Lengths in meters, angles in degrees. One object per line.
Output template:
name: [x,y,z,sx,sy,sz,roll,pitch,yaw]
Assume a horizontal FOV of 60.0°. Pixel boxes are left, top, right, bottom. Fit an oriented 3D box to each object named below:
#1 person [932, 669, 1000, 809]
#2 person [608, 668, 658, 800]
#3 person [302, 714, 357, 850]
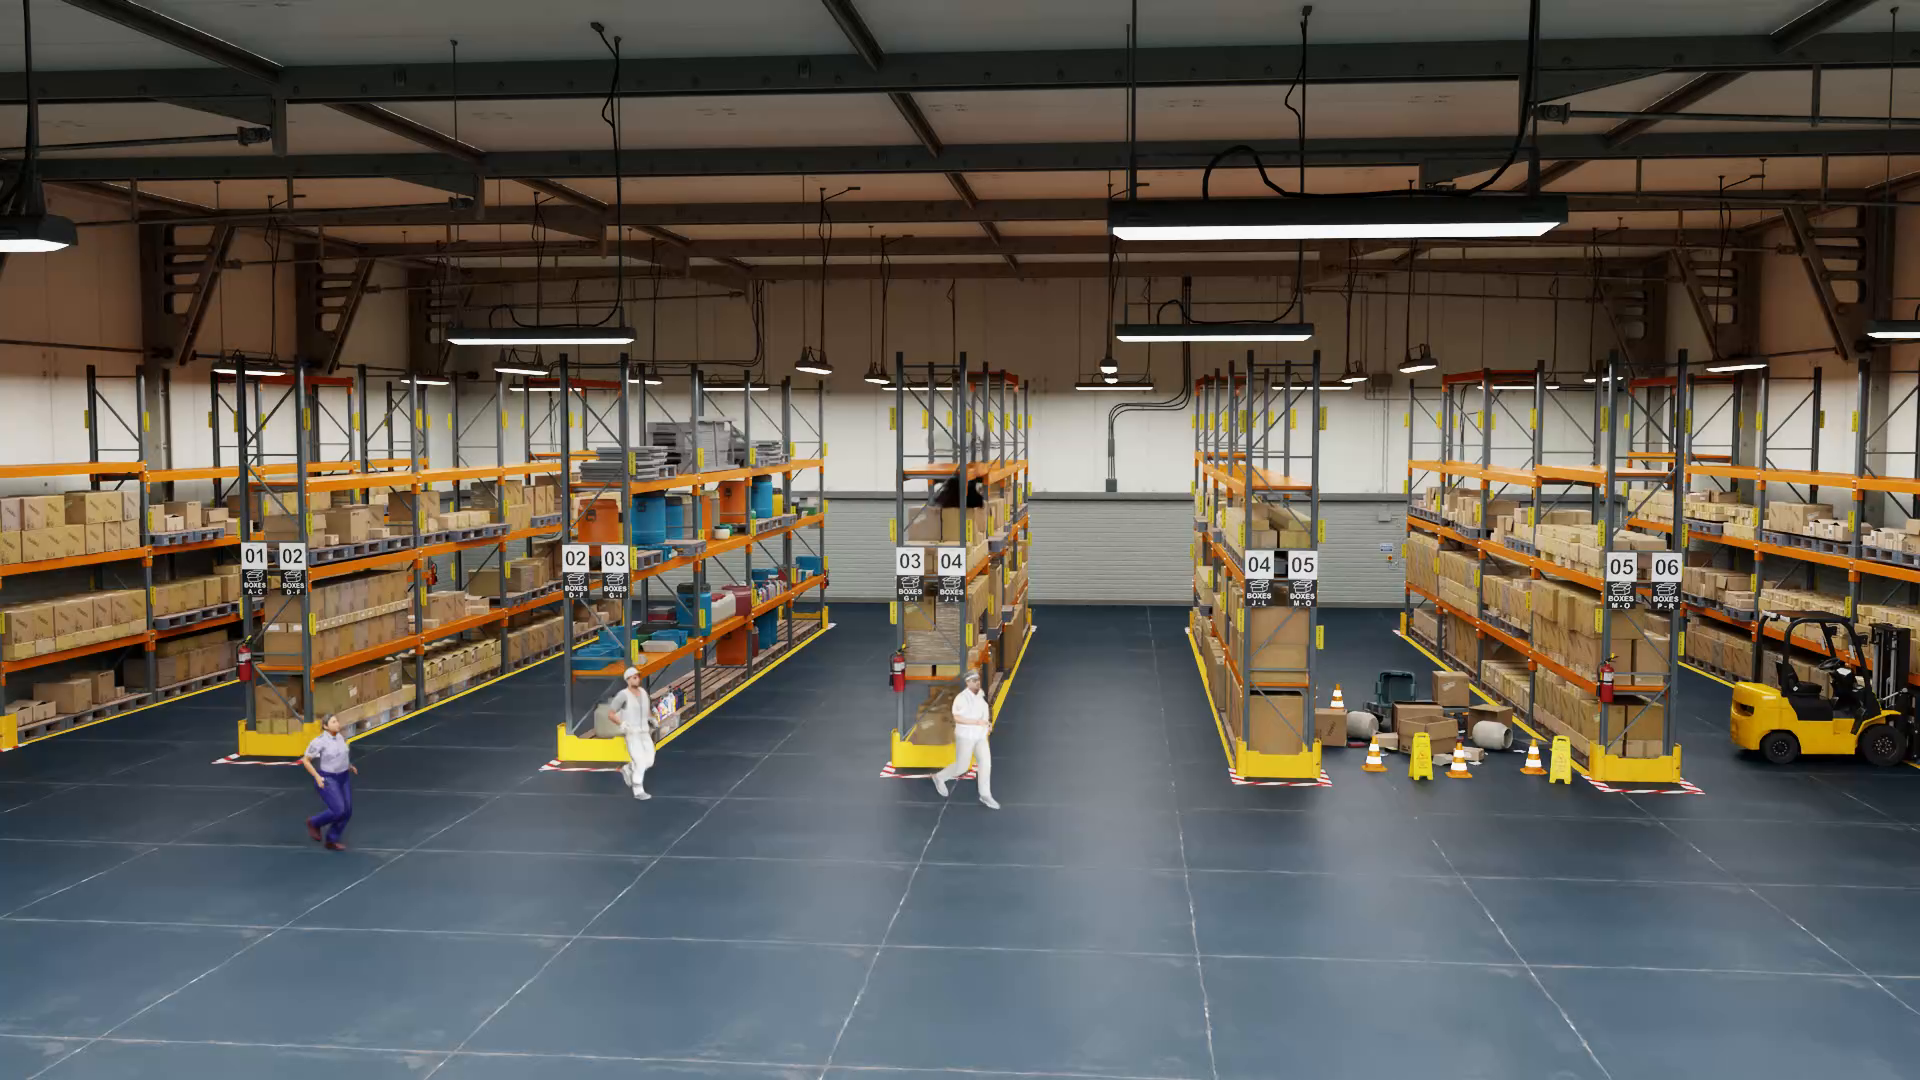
person: [0.118,2.570,21.800,0.974,1.801,0.673,4,6,43]
person: [-4.352,2.563,22.100,0.687,1.739,0.649,3,5,40]
person: [-7.329,2.831,19.445,0.549,1.606,0.607,2,4,21]
